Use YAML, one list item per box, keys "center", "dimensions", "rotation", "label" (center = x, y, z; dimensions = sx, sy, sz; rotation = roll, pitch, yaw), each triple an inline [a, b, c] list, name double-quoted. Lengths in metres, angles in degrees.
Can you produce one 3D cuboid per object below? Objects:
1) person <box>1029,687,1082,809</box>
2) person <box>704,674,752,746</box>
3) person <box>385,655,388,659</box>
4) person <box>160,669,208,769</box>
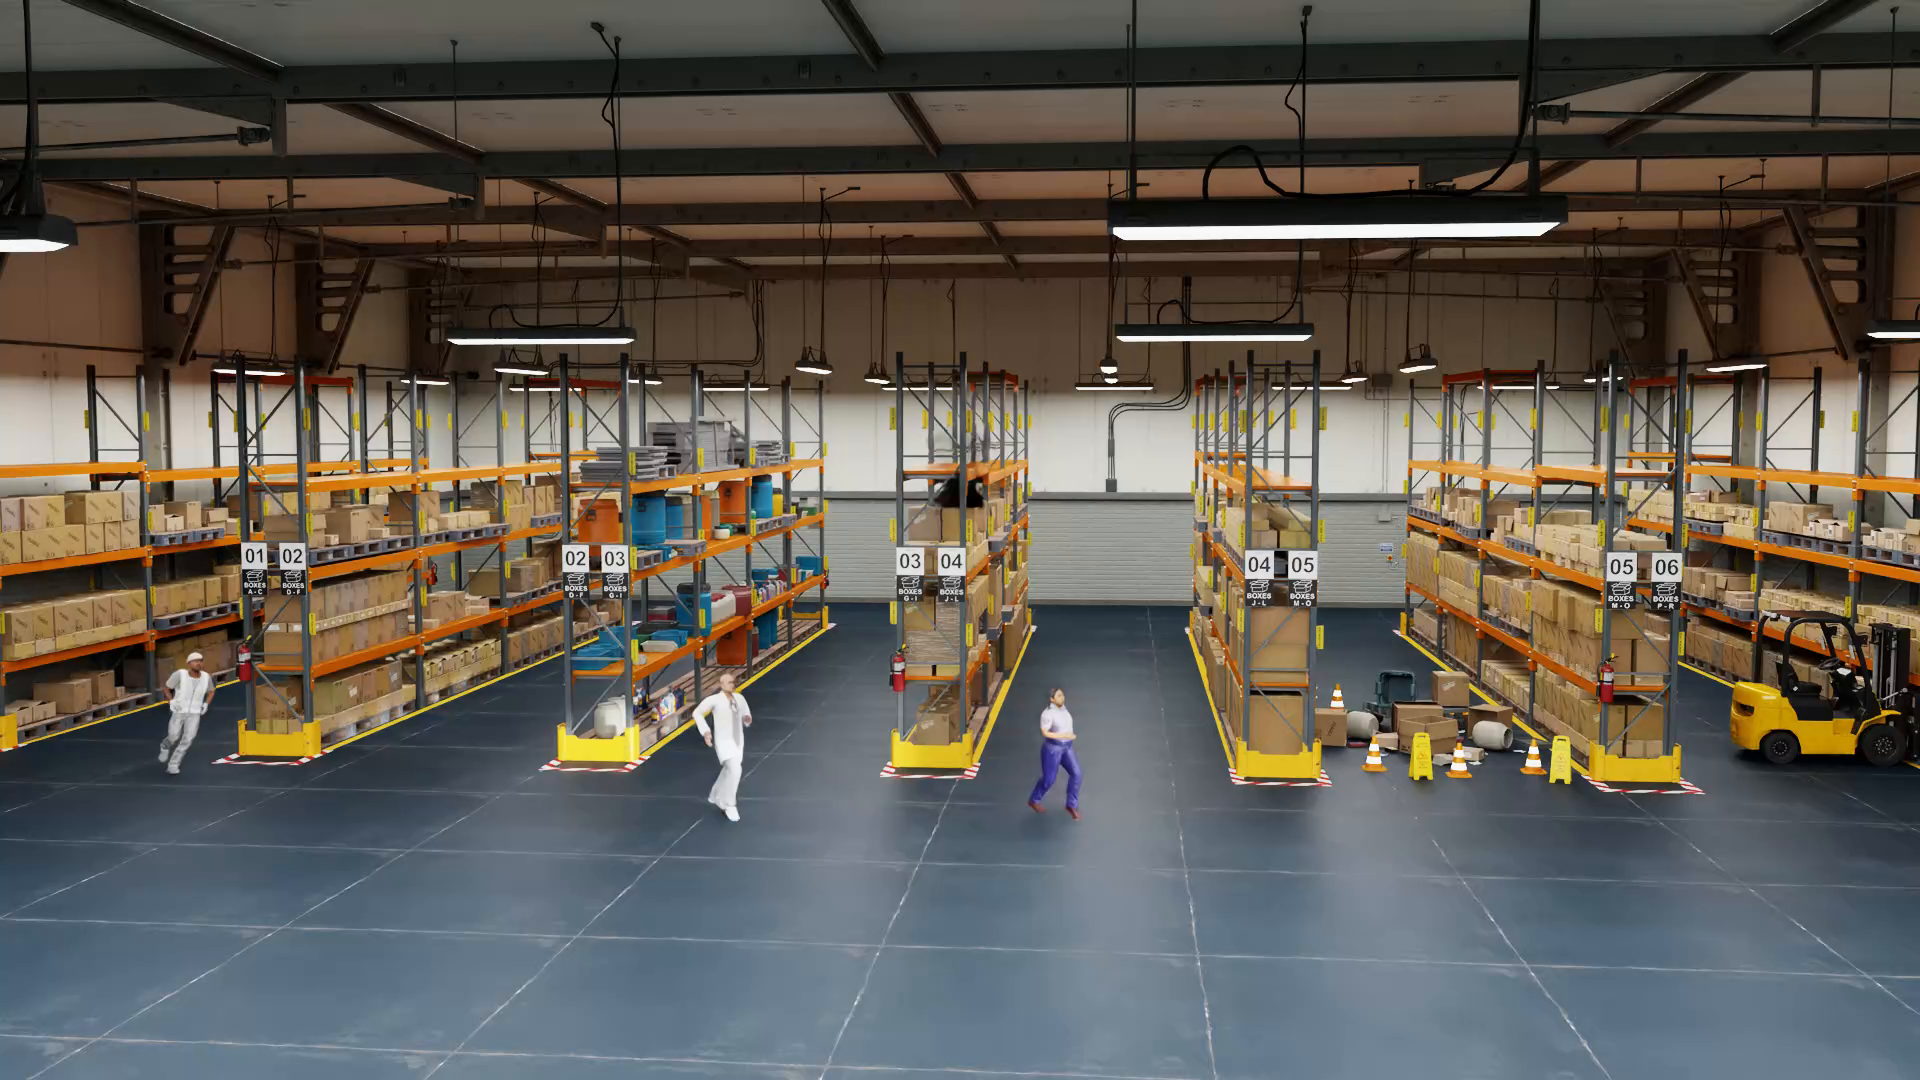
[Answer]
- center: [1.212, 2.619, 21.039]
  dimensions: [0.724, 1.524, 0.608]
  rotation: [4, 6, 44]
  label: "person"
- center: [-2.900, 2.153, 21.052]
  dimensions: [0.703, 0.901, 0.645]
  rotation: [3, 5, 37]
  label: "person"
- center: [-11.755, 1.776, 33.543]
  dimensions: [0.639, 1.731, 0.691]
  rotation: [0, 4, -2]
  label: "person"
- center: [-11.154, 2.557, 23.939]
  dimensions: [0.589, 1.417, 0.610]
  rotation: [-3, 5, -38]
  label: "person"
